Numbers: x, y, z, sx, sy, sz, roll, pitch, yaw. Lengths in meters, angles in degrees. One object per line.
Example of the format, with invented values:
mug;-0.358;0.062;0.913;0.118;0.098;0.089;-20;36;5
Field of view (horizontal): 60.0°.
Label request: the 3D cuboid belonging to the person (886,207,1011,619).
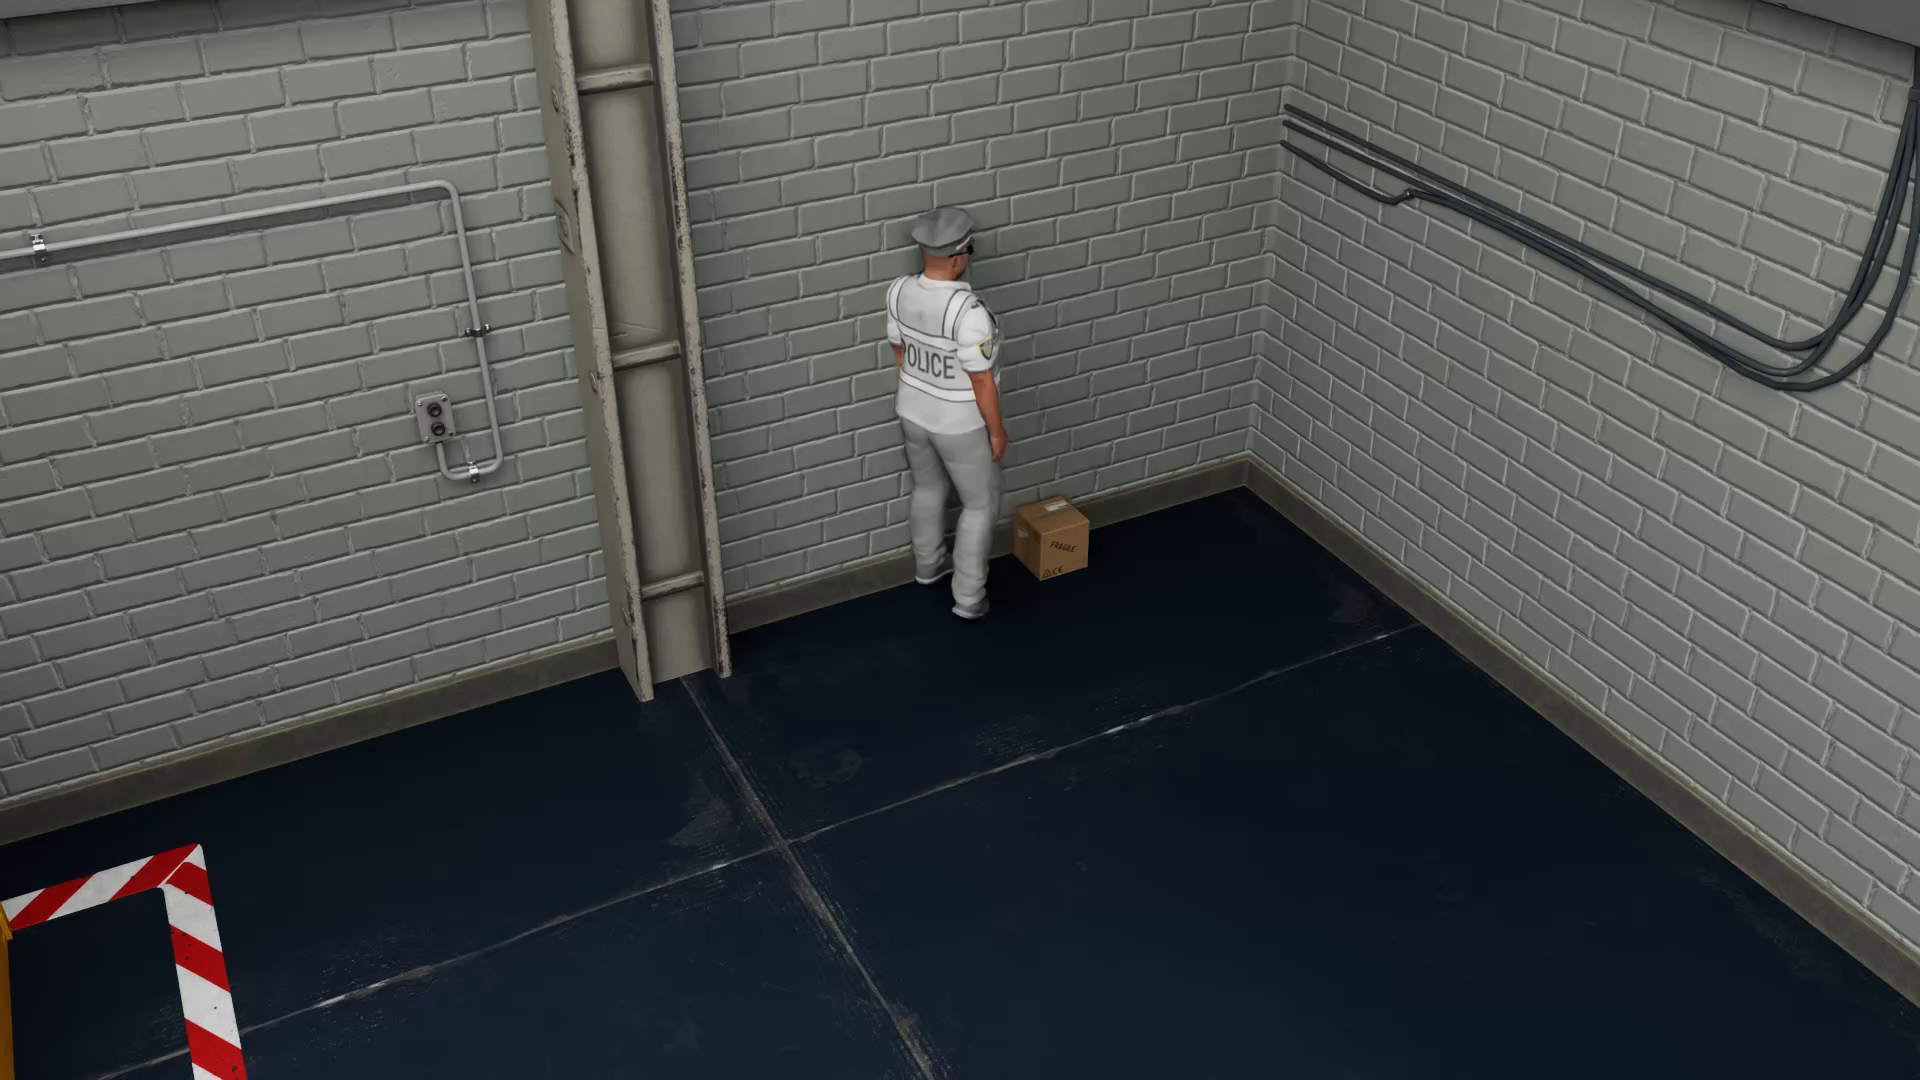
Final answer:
person;-0.029;-0.512;6.959;0.564;1.833;0.445;27;41;35
